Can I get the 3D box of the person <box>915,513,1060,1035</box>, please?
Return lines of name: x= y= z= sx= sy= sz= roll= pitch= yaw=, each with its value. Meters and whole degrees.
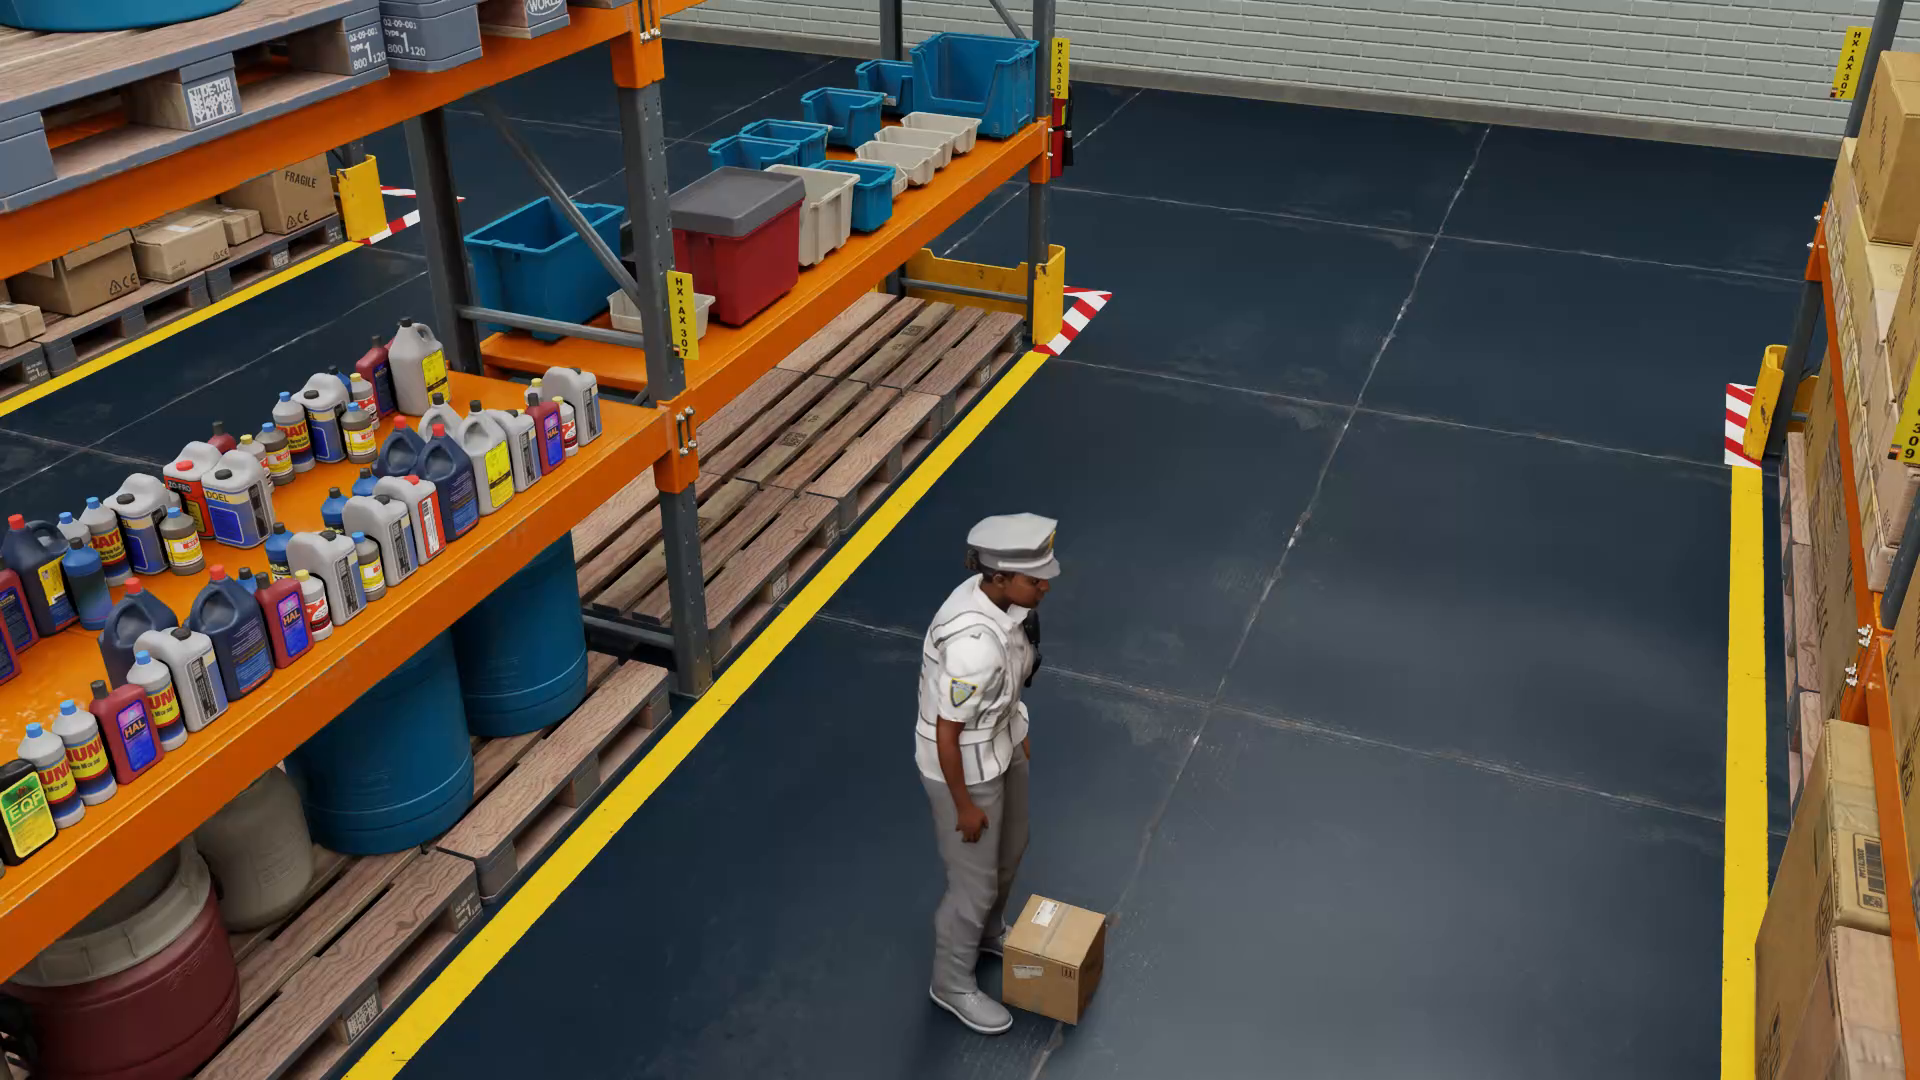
person: x=0.078 y=0.673 z=4.955 sx=0.398 sy=1.658 sz=0.510 roll=11 pitch=32 yaw=19
